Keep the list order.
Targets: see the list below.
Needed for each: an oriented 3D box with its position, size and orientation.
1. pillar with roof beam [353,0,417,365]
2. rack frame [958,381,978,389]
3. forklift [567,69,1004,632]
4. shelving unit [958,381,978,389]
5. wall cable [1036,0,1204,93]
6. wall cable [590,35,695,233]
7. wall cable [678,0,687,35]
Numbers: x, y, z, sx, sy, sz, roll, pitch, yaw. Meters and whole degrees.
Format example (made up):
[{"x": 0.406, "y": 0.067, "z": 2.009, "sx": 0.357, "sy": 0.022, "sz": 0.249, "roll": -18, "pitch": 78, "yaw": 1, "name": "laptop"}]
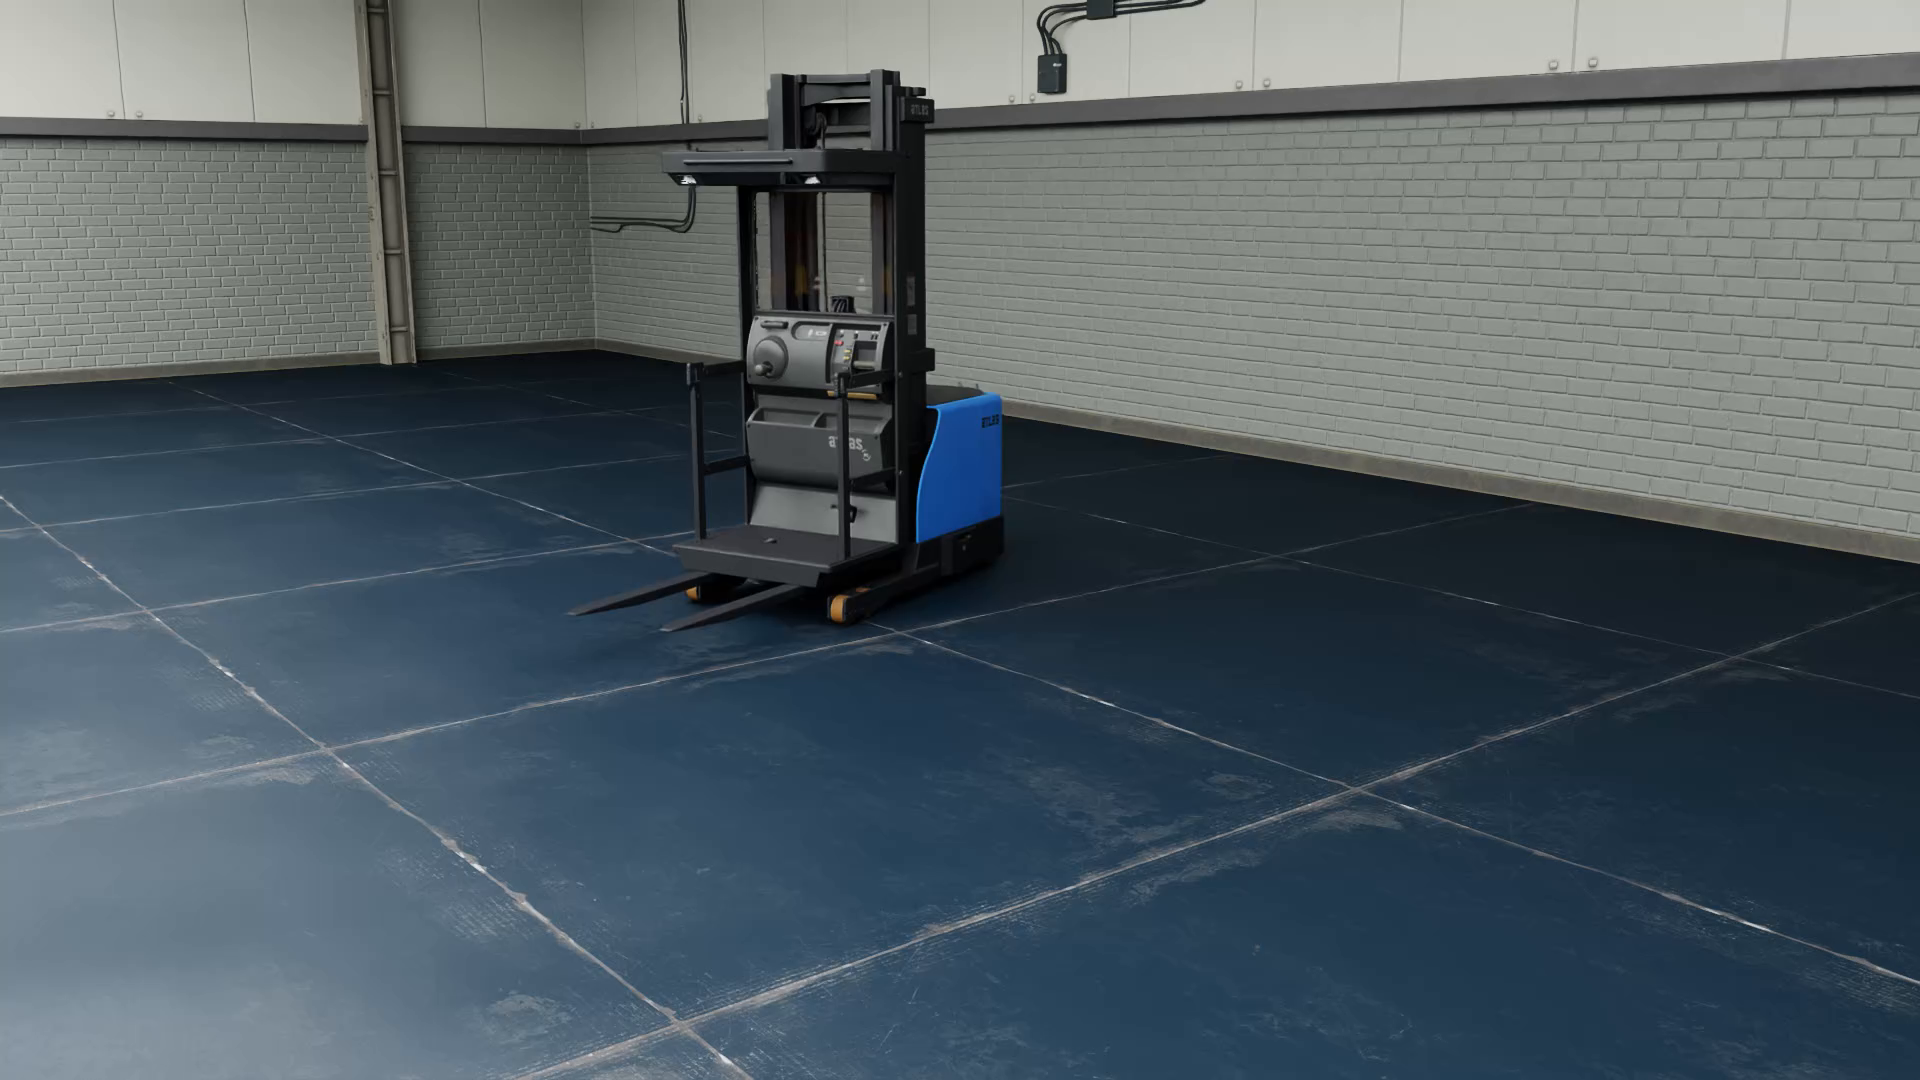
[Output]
[{"x": -4.860, "y": -6.086, "z": 18.127, "sx": 0.400, "sy": 9.000, "sz": 9.100, "roll": -9, "pitch": 15, "yaw": -38, "name": "pillar with roof beam"}, {"x": 0.053, "y": -0.522, "z": 11.062, "sx": 0.008, "sy": 1.050, "sz": 0.200, "roll": -9, "pitch": 15, "yaw": -38, "name": "rack frame"}, {"x": -0.910, "y": -1.084, "z": 9.177, "sx": 1.130, "sy": 2.935, "sz": 3.031, "roll": 7, "pitch": 14, "yaw": 30, "name": "forklift"}, {"x": -0.042, "y": -0.507, "z": 10.987, "sx": 0.252, "sy": 1.050, "sz": 0.215, "roll": -9, "pitch": 15, "yaw": -38, "name": "shelving unit"}, {"x": 1.495, "y": -7.074, "z": 14.591, "sx": 0.169, "sy": 6.003, "sz": 2.305, "roll": -9, "pitch": 15, "yaw": -38, "name": "wall cable"}, {"x": -4.423, "y": -5.434, "z": 22.528, "sx": 0.112, "sy": 2.526, "sz": 3.097, "roll": -9, "pitch": 15, "yaw": -38, "name": "wall cable"}, {"x": -2.733, "y": -7.465, "z": 19.937, "sx": 0.112, "sy": 2.526, "sz": 3.097, "roll": -9, "pitch": 15, "yaw": -38, "name": "wall cable"}]
